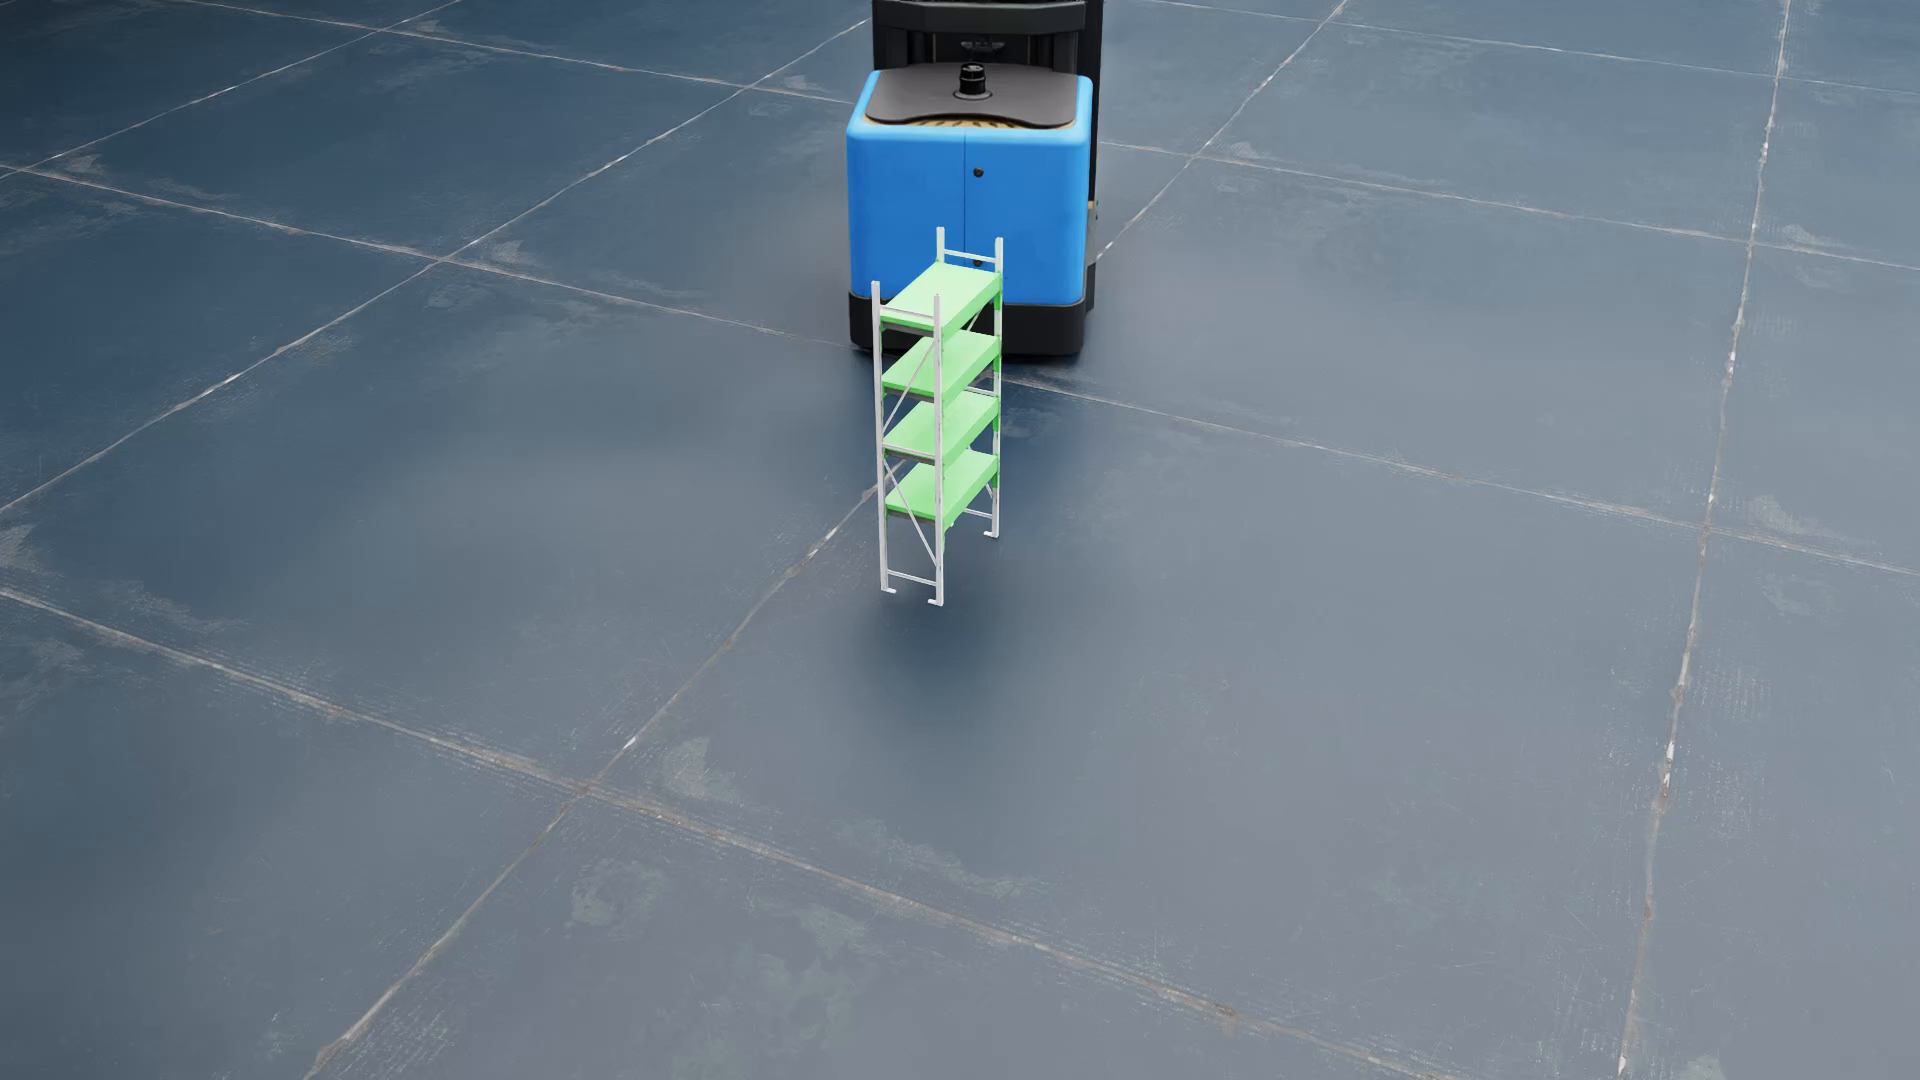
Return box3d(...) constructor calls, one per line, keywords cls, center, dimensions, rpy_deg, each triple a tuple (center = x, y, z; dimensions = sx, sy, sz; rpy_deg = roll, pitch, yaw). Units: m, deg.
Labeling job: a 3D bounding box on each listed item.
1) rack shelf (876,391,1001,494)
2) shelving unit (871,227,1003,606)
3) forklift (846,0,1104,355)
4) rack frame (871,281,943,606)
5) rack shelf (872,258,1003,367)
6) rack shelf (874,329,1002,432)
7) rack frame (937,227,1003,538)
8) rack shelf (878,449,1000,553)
box3d(cls="rack shelf", center=(-0.069, -0.366, 5.830), dimensions=(0.258, 0.148, 0.480), rpy_deg=(14, 36, 20))
box3d(cls="shelving unit", center=(-0.069, -0.419, 5.795), dimensions=(0.258, 1.200, 0.503), rpy_deg=(14, 36, 20))
box3d(cls="forklift", center=(0.152, -2.830, 7.894), dimensions=(1.130, 2.935, 3.031), rpy_deg=(3, 33, 4))
box3d(cls="rack frame", center=(-0.171, -0.298, 5.610), dimensions=(0.240, 1.200, 0.015), rpy_deg=(14, 36, 20))
box3d(cls="rack shelf", center=(-0.069, -0.767, 5.567), dimensions=(0.258, 0.148, 0.480), rpy_deg=(14, 36, 20))
box3d(cls="rack shelf", center=(-0.069, -0.567, 5.699), dimensions=(0.258, 0.148, 0.480), rpy_deg=(14, 36, 20))
box3d(cls="rack frame", center=(0.033, -0.541, 5.981), dimensions=(0.240, 1.200, 0.015), rpy_deg=(14, 36, 20))
box3d(cls="rack shelf", center=(-0.069, -0.165, 5.962), dimensions=(0.258, 0.148, 0.480), rpy_deg=(14, 36, 20))
